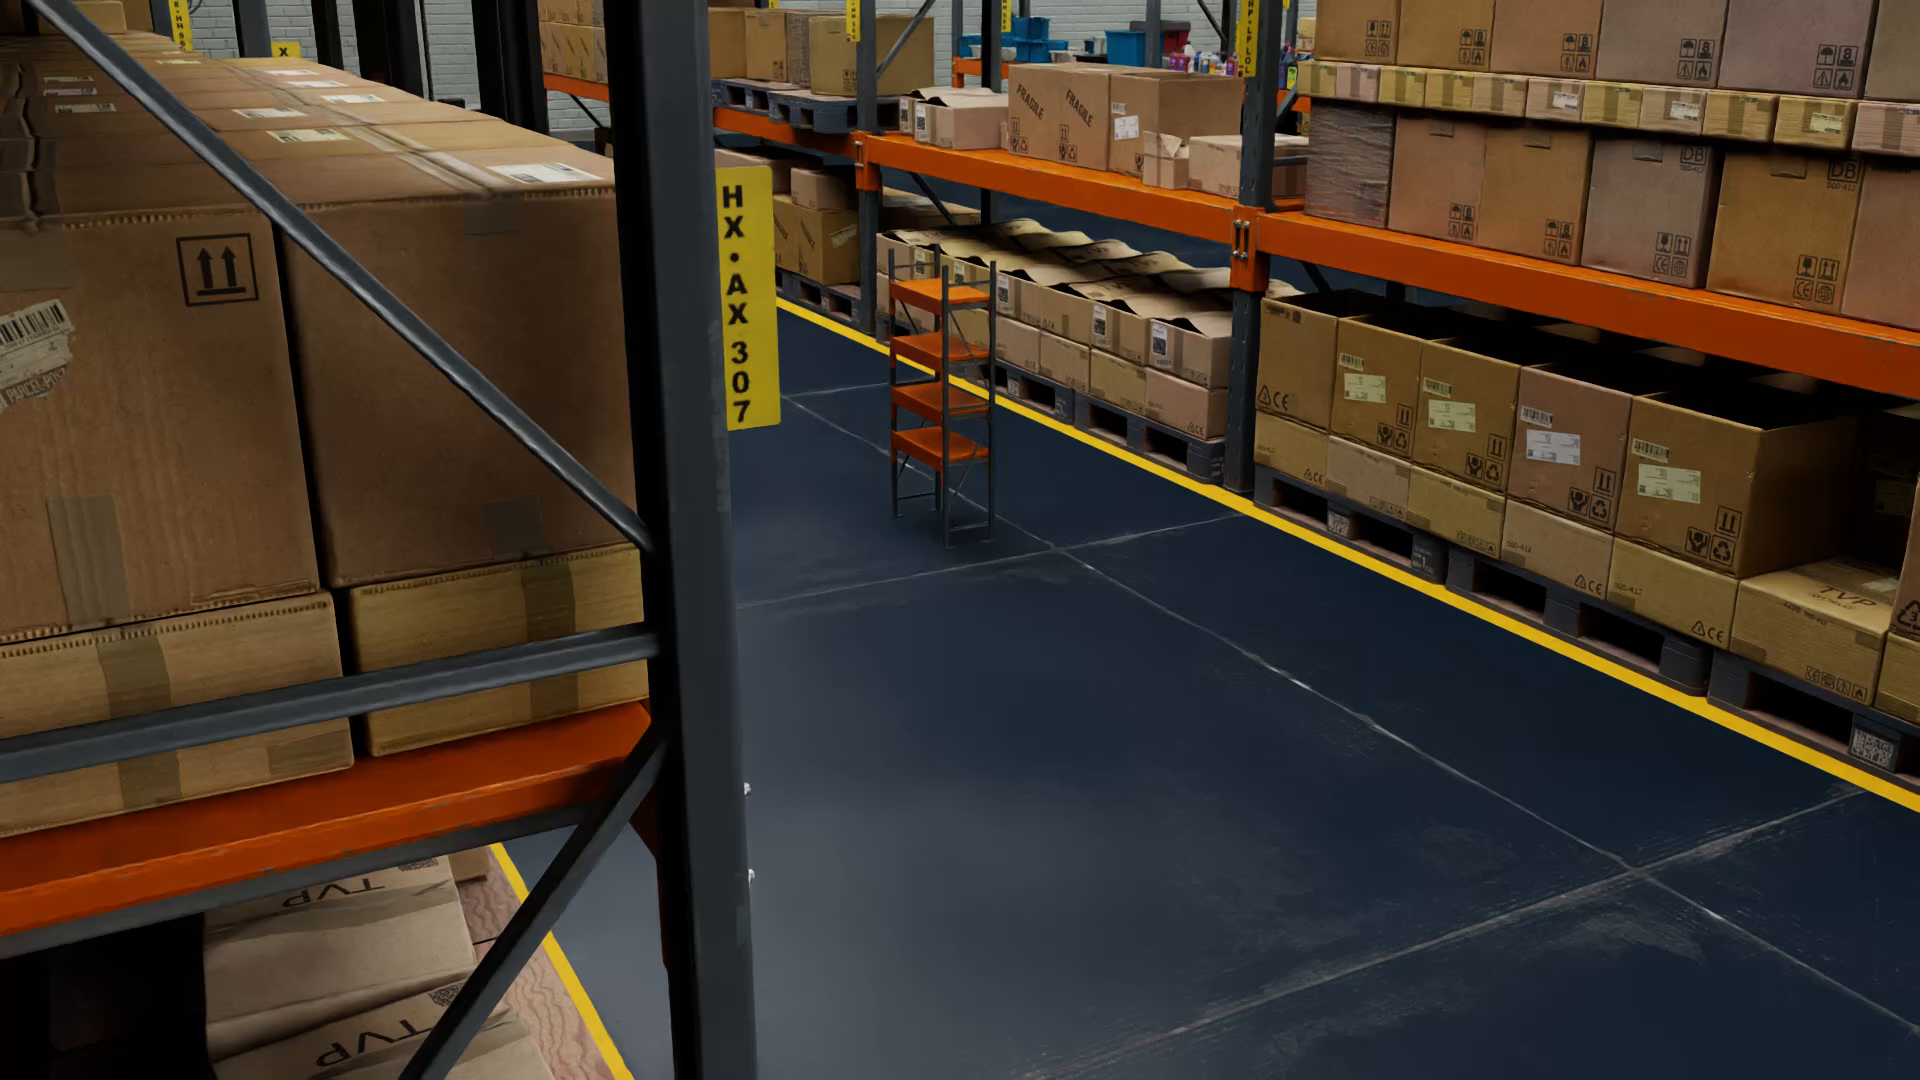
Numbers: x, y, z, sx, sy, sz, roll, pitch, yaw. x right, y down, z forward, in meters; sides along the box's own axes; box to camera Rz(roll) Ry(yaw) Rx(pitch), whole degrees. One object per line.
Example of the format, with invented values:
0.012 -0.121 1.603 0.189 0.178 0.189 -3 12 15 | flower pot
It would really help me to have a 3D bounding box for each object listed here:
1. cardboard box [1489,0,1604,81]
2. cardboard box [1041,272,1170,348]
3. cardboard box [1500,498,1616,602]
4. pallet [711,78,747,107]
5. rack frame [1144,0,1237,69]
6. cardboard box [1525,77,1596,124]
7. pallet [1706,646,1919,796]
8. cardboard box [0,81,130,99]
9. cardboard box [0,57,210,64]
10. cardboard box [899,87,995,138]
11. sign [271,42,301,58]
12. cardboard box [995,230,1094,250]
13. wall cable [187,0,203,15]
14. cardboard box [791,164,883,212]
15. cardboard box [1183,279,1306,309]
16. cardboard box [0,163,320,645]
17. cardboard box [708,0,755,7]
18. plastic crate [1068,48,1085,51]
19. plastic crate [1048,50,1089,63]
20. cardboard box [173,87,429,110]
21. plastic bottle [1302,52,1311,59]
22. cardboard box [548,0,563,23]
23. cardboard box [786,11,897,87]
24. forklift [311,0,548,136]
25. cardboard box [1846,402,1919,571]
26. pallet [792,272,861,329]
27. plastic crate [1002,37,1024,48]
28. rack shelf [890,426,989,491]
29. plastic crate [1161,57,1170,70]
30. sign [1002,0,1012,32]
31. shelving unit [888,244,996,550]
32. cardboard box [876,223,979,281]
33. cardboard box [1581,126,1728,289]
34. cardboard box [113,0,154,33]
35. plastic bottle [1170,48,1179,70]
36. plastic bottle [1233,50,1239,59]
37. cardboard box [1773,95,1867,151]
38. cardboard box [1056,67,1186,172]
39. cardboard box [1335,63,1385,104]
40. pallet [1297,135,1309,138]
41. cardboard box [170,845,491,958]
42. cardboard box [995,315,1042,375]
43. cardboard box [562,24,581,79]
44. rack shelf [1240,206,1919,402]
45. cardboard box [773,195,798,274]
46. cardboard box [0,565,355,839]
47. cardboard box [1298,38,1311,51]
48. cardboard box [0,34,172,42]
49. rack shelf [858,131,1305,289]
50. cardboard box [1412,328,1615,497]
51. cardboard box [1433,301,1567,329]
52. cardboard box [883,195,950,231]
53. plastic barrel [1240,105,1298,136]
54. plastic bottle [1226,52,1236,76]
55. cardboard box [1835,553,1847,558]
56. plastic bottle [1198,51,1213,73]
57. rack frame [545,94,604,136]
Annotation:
2.400 -1.965 6.085 0.700 0.500 0.500 -10 21 -27 | cardboard box
0.773 -1.247 8.859 0.500 0.311 0.500 -10 21 -27 | cardboard box
2.367 -0.007 6.124 0.500 0.250 0.500 -10 21 -27 | cardboard box
-1.810 -3.679 13.489 1.003 0.211 1.213 -10 21 -27 | pallet
2.268 -4.782 16.392 1.000 3.000 0.127 -10 21 -27 | rack frame
2.278 -1.597 6.013 0.380 0.149 0.250 -11 22 -28 | cardboard box
3.205 0.534 5.261 1.003 0.211 1.213 -10 21 -27 | pallet
-2.139 -0.784 3.854 0.500 0.500 0.500 -9 21 -25 | cardboard box
-2.864 -1.358 5.640 0.700 0.500 0.500 -10 21 -26 | cardboard box
-0.060 -2.714 10.536 0.500 0.311 0.500 -9 21 -23 | cardboard box
-2.178 -1.447 5.398 0.100 0.325 0.005 -10 21 -27 | sign
0.524 -1.771 10.378 0.500 0.311 0.500 -10 22 -27 | cardboard box
-10.722 -7.443 19.666 3.097 2.526 0.112 -10 21 -27 | wall cable
-0.875 -2.496 11.775 0.500 0.250 0.500 -9 21 -25 | cardboard box
1.495 -1.185 8.679 0.500 0.311 0.500 -10 22 -27 | cardboard box
-1.164 -0.198 2.157 0.500 0.500 0.500 -10 22 -27 | cardboard box
-2.069 -4.715 14.510 0.500 0.500 0.500 -9 21 -25 | cardboard box
1.350 -5.384 18.449 0.298 0.136 0.250 -10 21 -27 | plastic crate
1.176 -5.139 17.739 0.293 0.136 0.466 -10 21 -27 | plastic crate
-1.436 -0.719 3.665 0.500 0.500 0.500 -9 21 -25 | cardboard box
3.216 -4.372 15.394 0.152 0.276 0.135 -10 21 -27 | plastic bottle
-3.759 -5.367 16.401 0.500 0.500 0.500 -10 21 -26 | cardboard box
-0.858 -3.569 12.079 0.700 0.500 0.500 -6 20 -16 | cardboard box
-2.937 -2.082 8.670 3.031 2.935 1.130 13 23 34 | forklift
3.307 -0.156 5.407 0.500 0.500 0.500 -10 21 -27 | cardboard box
-0.515 -1.770 11.937 1.003 0.211 1.213 -10 21 -27 | pallet
0.508 -5.569 18.836 0.416 0.233 0.300 -10 21 -27 | plastic crate
-0.079 -0.363 7.160 0.258 0.148 0.480 -10 21 -27 | rack shelf
2.172 -4.842 16.876 0.396 0.136 0.243 -10 21 -27 | plastic crate
0.293 -3.502 10.907 0.100 0.325 0.005 -10 21 -27 | sign
-0.079 -0.615 7.073 0.258 1.200 0.503 -10 21 -27 | shelving unit
-0.204 -1.836 10.565 0.500 0.311 0.500 -9 21 -25 | cardboard box
2.657 -1.198 5.853 0.700 0.500 0.500 -9 21 -25 | cardboard box
-4.554 -2.830 8.944 0.500 0.250 0.500 -9 21 -25 | cardboard box
2.066 -4.556 15.914 0.061 0.283 0.133 -10 21 -27 | plastic bottle
2.739 -4.661 16.229 0.152 0.276 0.135 -10 21 -27 | plastic bottle
2.766 -1.301 5.157 0.380 0.149 0.250 -9 21 -25 | cardboard box
0.867 -2.285 9.001 0.500 0.500 0.500 -10 21 -27 | cardboard box
1.782 -1.894 6.875 0.380 0.149 0.250 -10 21 -26 | cardboard box
5.176 -5.162 21.768 1.003 0.211 1.213 -10 21 -27 | pallet
-1.577 0.576 4.021 0.700 0.500 0.500 -12 22 -30 | cardboard box
0.531 -1.131 9.382 0.500 0.250 0.500 -10 21 -26 | cardboard box
-3.529 -4.752 16.150 0.500 0.500 0.500 -10 21 -27 | cardboard box
2.655 -0.805 5.970 1.077 0.370 4.000 -10 21 -27 | rack shelf
-1.090 -2.275 12.283 0.500 0.500 0.500 -11 22 -29 | cardboard box
-1.145 0.154 2.285 0.500 0.250 0.500 -10 21 -26 | cardboard box
4.605 -6.426 21.540 0.380 0.149 0.250 -10 21 -26 | cardboard box
-4.030 -2.065 7.690 0.700 0.500 0.500 -12 23 -32 | cardboard box
0.756 -1.954 9.297 1.077 0.370 4.000 -10 21 -27 | rack shelf
2.125 -0.504 6.416 0.500 0.500 0.500 -10 21 -27 | cardboard box
2.345 -0.728 7.065 0.500 0.500 0.500 -10 21 -27 | cardboard box
-0.412 -2.218 12.120 0.500 0.500 0.500 -11 22 -29 | cardboard box
2.847 -3.627 15.616 0.600 0.901 0.708 -10 21 -27 | plastic barrel
2.488 -4.301 15.175 0.061 0.283 0.133 -10 21 -27 | plastic bottle
3.068 0.055 5.945 0.500 0.250 0.500 -10 21 -27 | cardboard box
2.326 -4.427 15.552 0.152 0.276 0.135 -10 21 -27 | plastic bottle
-3.993 -5.164 17.499 1.000 3.000 0.127 -10 21 -27 | rack frame
